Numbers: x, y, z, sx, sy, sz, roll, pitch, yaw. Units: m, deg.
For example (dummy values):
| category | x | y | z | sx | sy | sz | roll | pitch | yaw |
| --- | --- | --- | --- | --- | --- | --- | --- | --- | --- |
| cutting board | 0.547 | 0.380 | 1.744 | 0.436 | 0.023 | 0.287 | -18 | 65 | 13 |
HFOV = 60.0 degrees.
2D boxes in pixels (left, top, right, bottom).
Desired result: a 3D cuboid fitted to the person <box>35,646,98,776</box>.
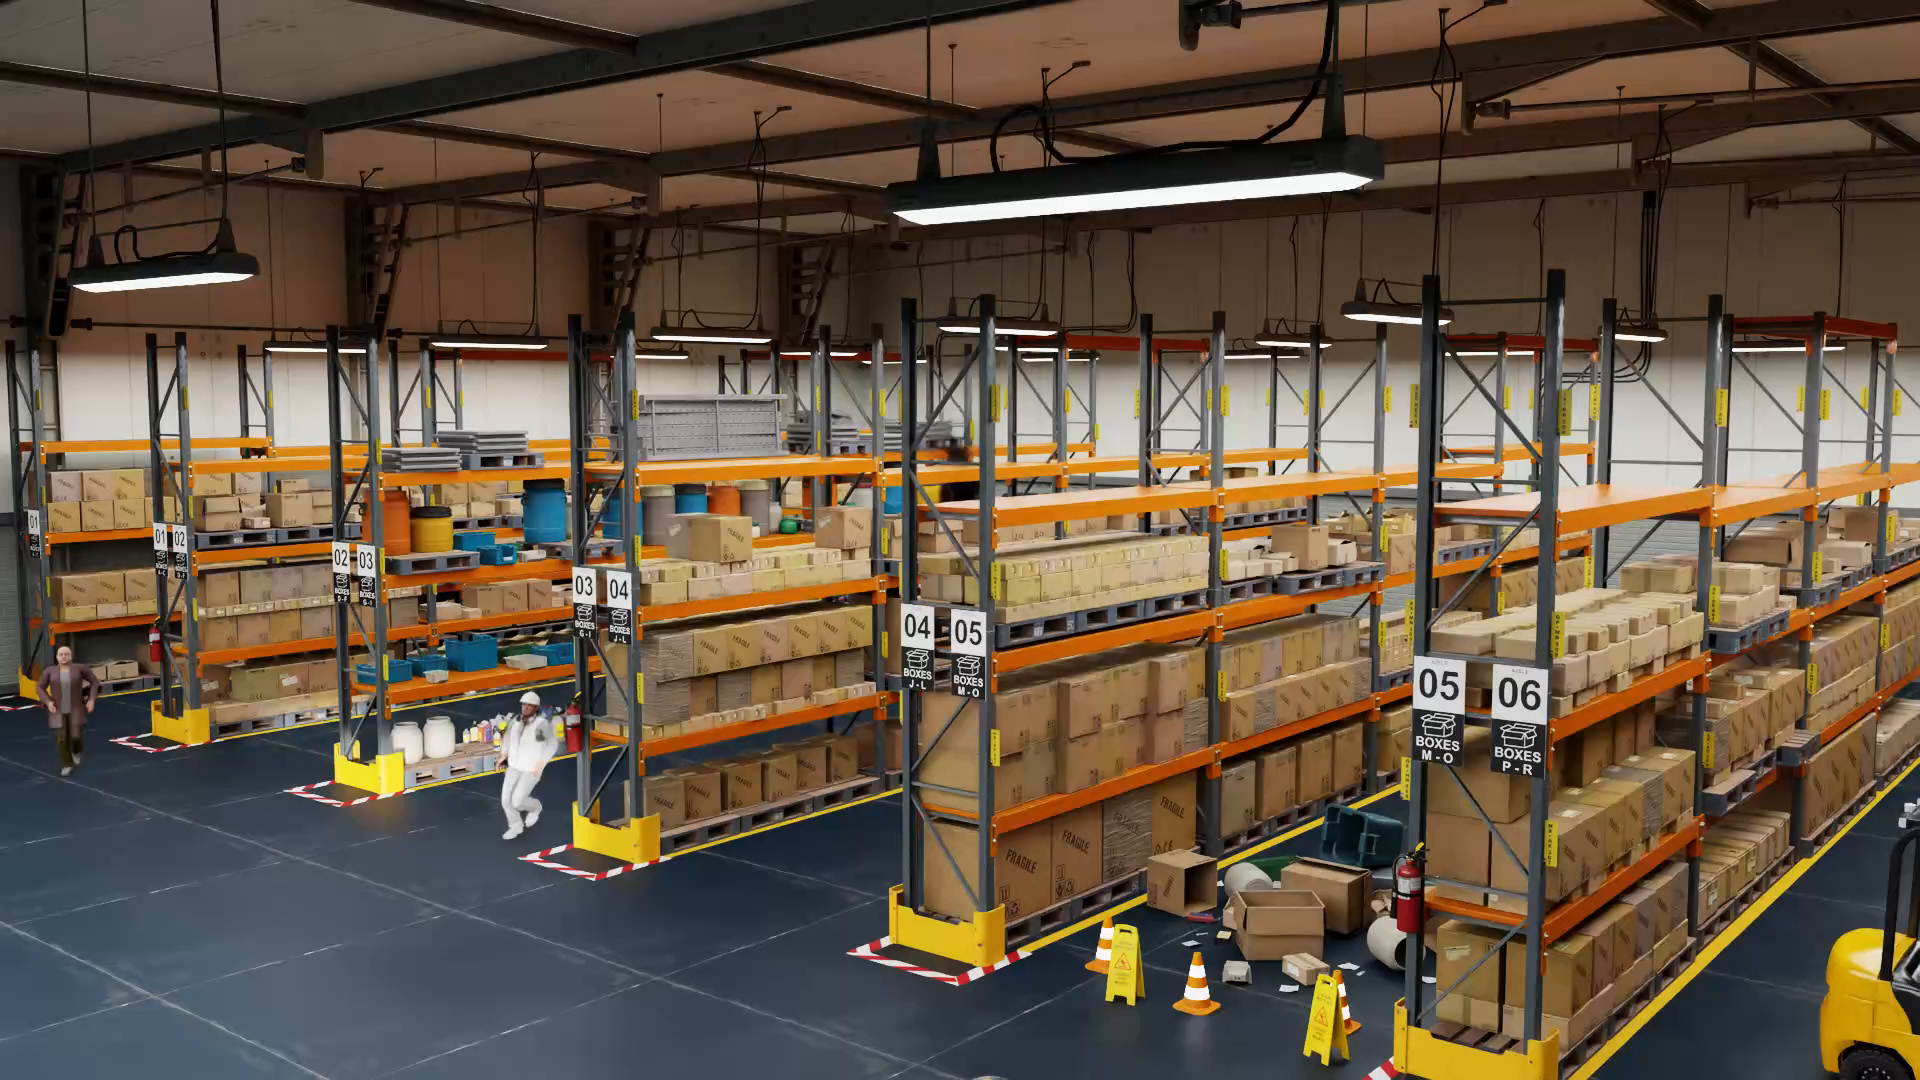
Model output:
| category | x | y | z | sx | sy | sz | roll | pitch | yaw |
| --- | --- | --- | --- | --- | --- | --- | --- | --- | --- |
| person | -12.013 | 2.291 | 22.396 | 0.751 | 1.738 | 0.660 | -3 | 6 | -26 |

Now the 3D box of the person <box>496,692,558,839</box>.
| category | x | y | z | sx | sy | sz | roll | pitch | yaw |
| --- | --- | --- | --- | --- | --- | --- | --- | --- | --- |
| person | -4.996 | 2.603 | 19.195 | 0.703 | 1.727 | 0.542 | 2 | 6 | 24 |
